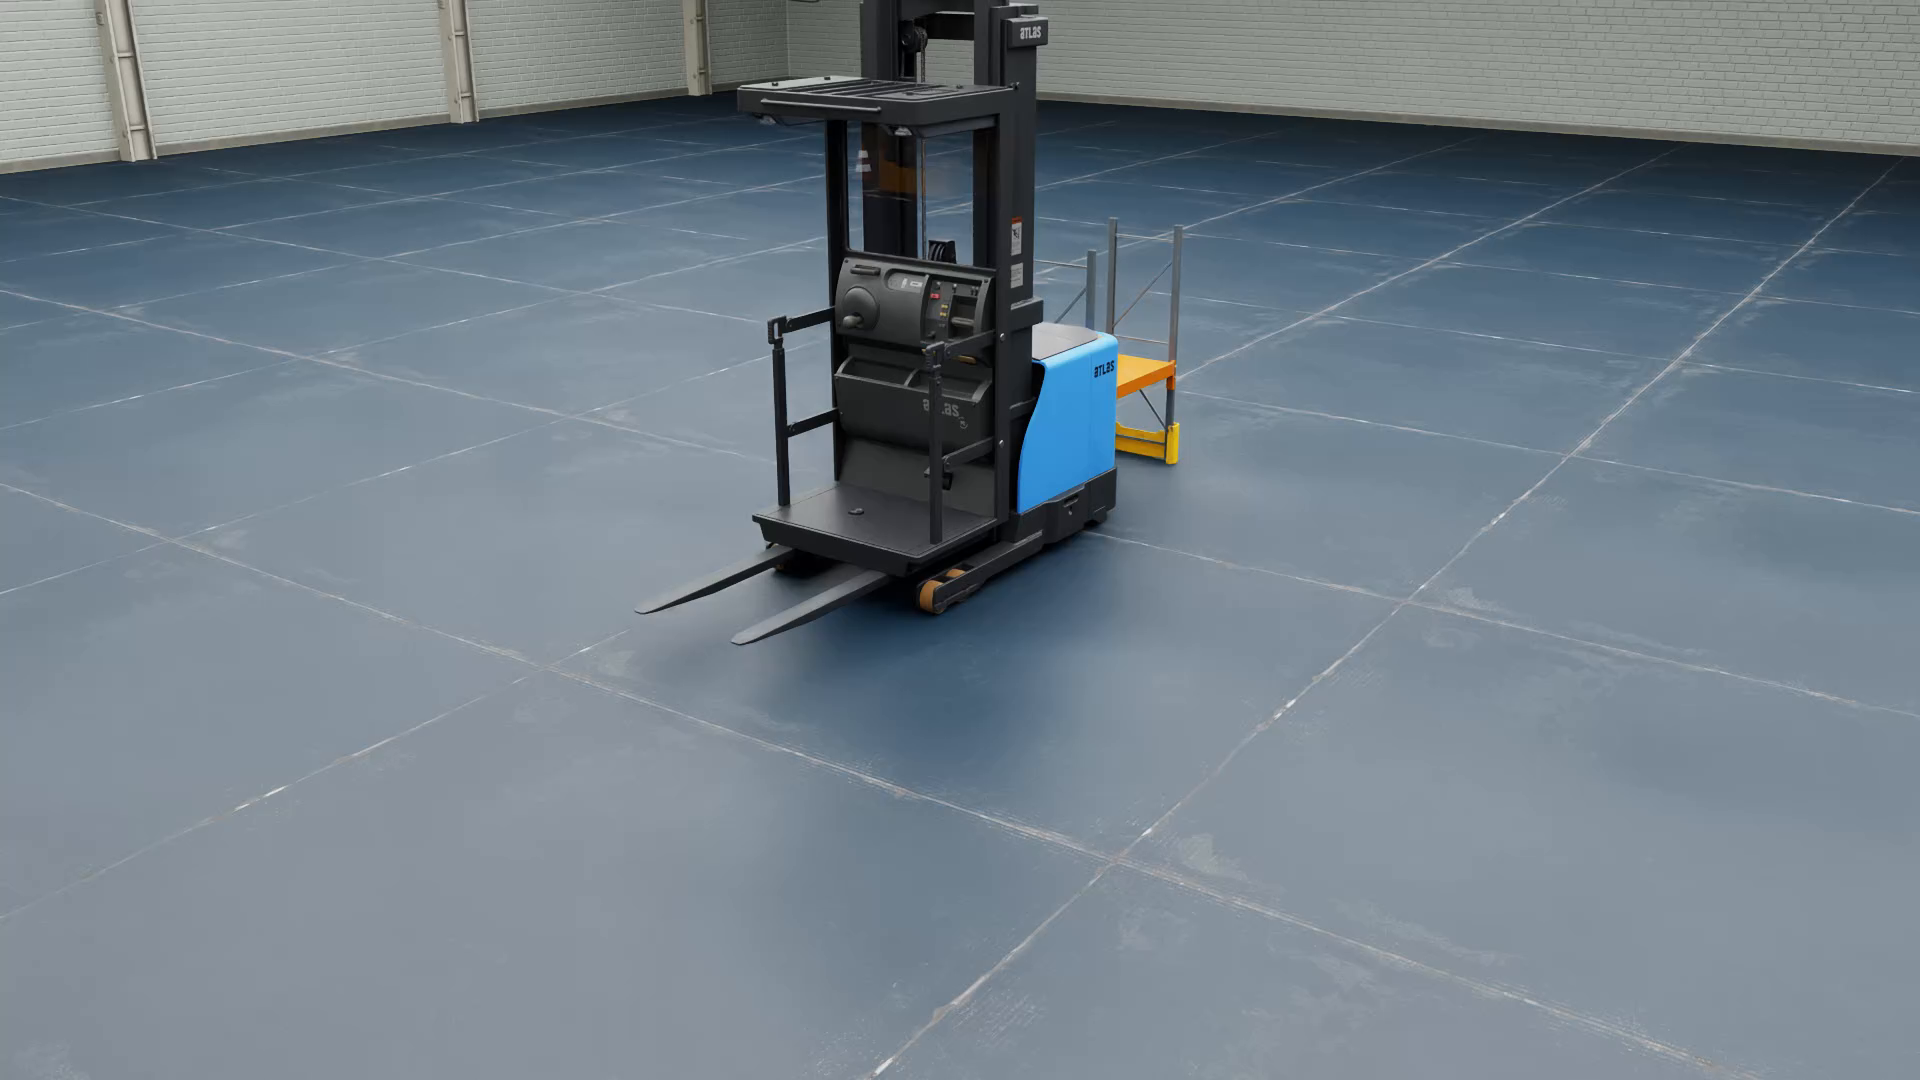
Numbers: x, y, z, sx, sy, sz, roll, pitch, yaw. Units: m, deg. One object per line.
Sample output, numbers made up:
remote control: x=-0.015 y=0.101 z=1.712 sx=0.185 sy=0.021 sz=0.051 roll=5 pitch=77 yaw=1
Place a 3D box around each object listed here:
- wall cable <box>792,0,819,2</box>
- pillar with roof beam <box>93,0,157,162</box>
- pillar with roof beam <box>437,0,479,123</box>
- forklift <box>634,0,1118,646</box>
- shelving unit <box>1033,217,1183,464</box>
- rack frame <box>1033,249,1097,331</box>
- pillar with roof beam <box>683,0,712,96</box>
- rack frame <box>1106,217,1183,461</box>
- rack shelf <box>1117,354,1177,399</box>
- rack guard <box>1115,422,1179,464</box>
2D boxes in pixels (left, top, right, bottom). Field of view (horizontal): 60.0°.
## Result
wall cable: x=-2.507 y=-12.358 z=34.180 sx=3.097 sy=2.526 sz=0.112 roll=13 pitch=24 yaw=32
pillar with roof beam: x=-8.442 y=-8.945 z=20.476 sx=9.100 sy=9.000 sz=0.400 roll=13 pitch=24 yaw=32
pillar with roof beam: x=-5.070 y=-10.666 z=25.130 sx=9.100 sy=9.000 sz=0.400 roll=13 pitch=24 yaw=32
forklift: x=-0.367 y=-1.197 z=8.275 sx=1.130 sy=2.935 sz=3.031 roll=14 pitch=24 yaw=33
shelving unit: x=0.844 y=-1.112 z=10.108 sx=0.587 sy=1.500 sz=1.083 roll=14 pitch=24 yaw=33
rack frame: x=0.555 y=-0.970 z=9.726 sx=0.500 sy=1.500 sz=0.032 roll=14 pitch=24 yaw=33
pillar with roof beam: x=-1.697 y=-12.388 z=29.784 sx=9.100 sy=9.000 sz=0.400 roll=13 pitch=24 yaw=32
rack frame: x=1.144 y=-1.258 z=10.504 sx=0.500 sy=1.500 sz=0.032 roll=14 pitch=24 yaw=33
rack shelf: x=0.849 y=-0.945 z=10.178 sx=0.538 sy=0.185 sz=1.000 roll=14 pitch=24 yaw=33
rack guard: x=1.132 y=-0.666 z=10.706 sx=0.587 sy=0.250 sz=0.087 roll=14 pitch=24 yaw=33
